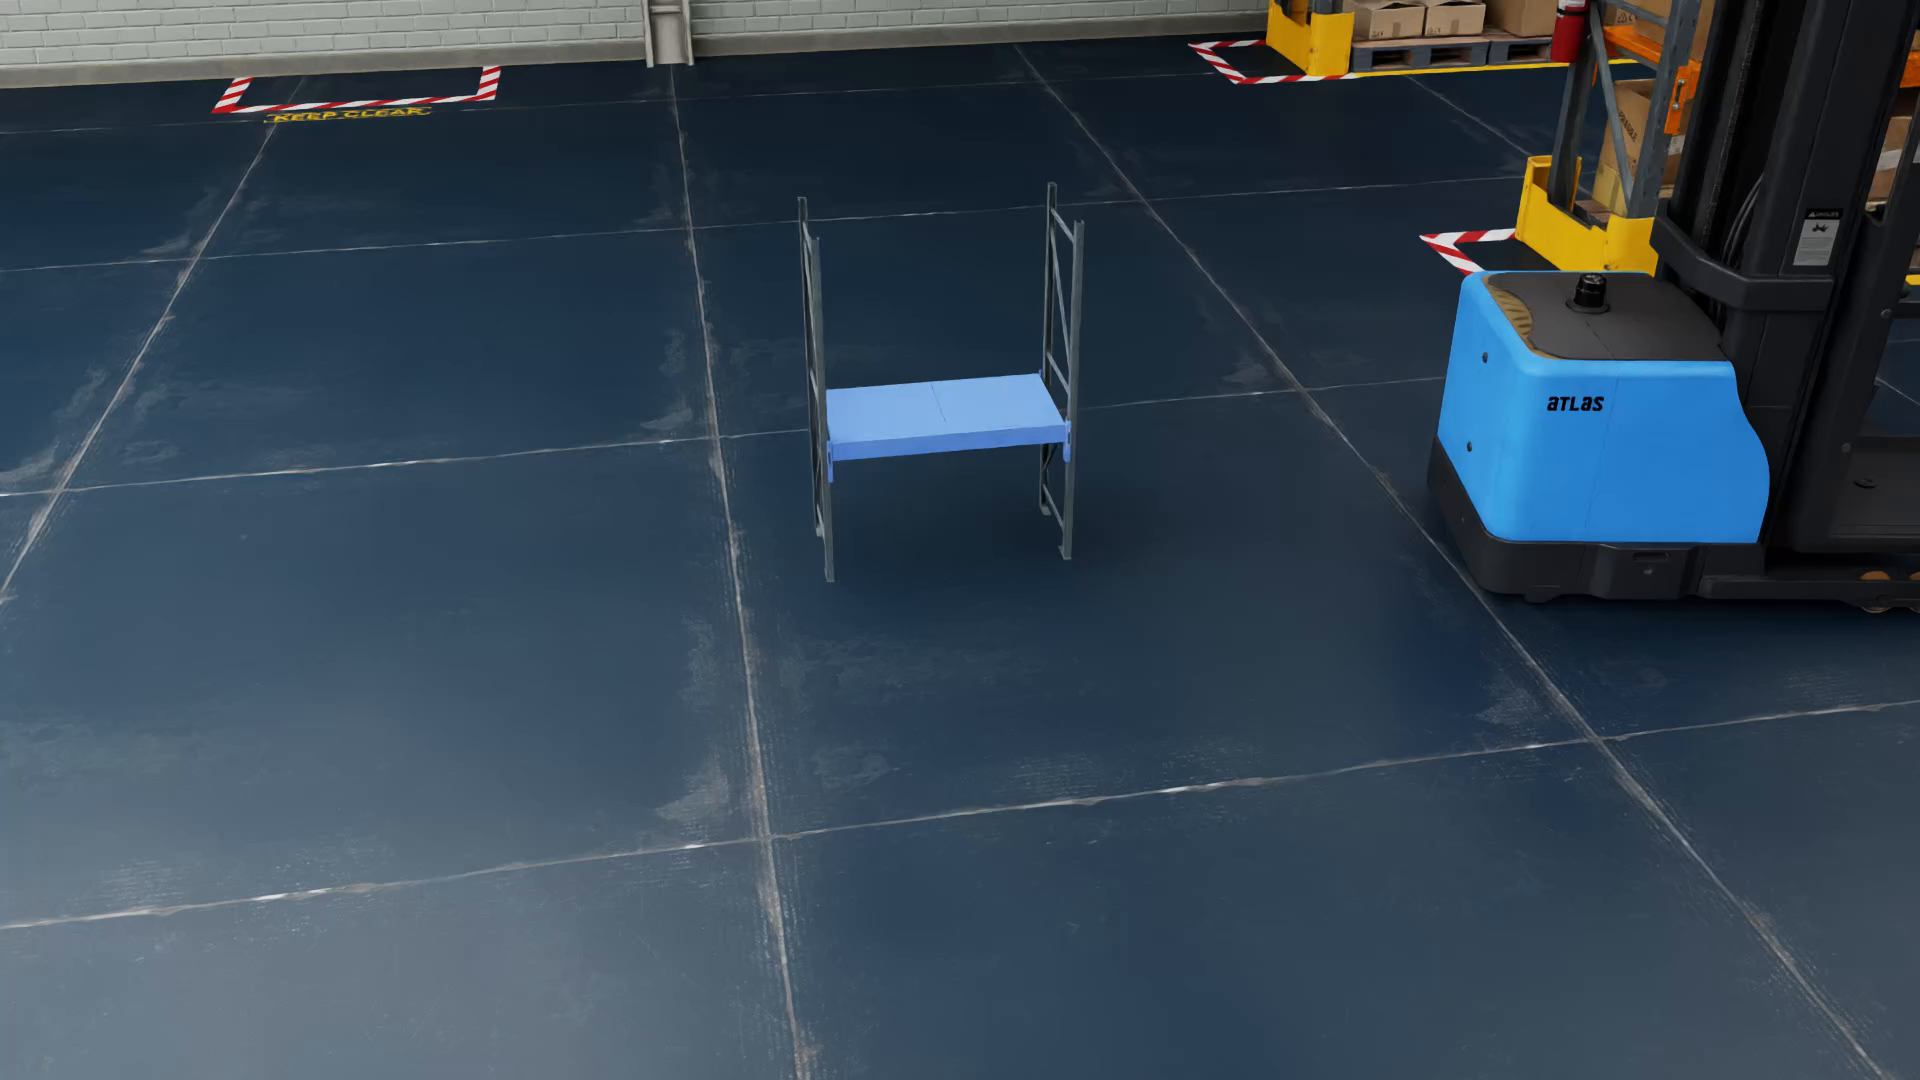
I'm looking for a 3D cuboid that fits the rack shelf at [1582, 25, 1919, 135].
[{"bbox_3d":[5.759,-2.832,9.817,4.000,0.370,1.077,-5,31,-9],"label":"rack shelf"}]

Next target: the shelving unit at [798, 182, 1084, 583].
[{"bbox_3d":[-0.084,-0.639,6.857,1.048,1.500,0.538,-5,31,-9],"label":"shelving unit"}]

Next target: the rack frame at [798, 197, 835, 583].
[{"bbox_3d":[-0.584,-0.592,6.778,0.032,1.500,0.500,-5,31,-9],"label":"rack frame"}]

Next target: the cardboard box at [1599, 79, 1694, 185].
[{"bbox_3d":[4.265,-2.476,10.060,0.500,0.500,0.500,-5,31,-9],"label":"cardboard box"}]

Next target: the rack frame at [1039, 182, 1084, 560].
[{"bbox_3d":[0.416,-0.685,6.936,0.032,1.500,0.500,-5,31,-9],"label":"rack frame"}]

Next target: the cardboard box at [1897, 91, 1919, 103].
[{"bbox_3d":[5.835,-2.352,9.850,0.500,0.500,0.500,-5,31,-9],"label":"cardboard box"}]

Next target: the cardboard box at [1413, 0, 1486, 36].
[{"bbox_3d":[4.153,-4.530,14.214,0.500,0.311,0.500,-3,31,-5],"label":"cardboard box"}]

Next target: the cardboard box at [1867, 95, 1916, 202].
[{"bbox_3d":[5.340,-2.316,9.787,0.500,0.500,0.500,-5,31,-9],"label":"cardboard box"}]

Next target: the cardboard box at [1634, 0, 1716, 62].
[{"bbox_3d":[4.253,-3.039,9.361,0.500,0.500,0.700,-5,31,-9],"label":"cardboard box"}]

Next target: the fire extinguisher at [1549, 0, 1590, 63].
[{"bbox_3d":[3.592,-3.147,9.719,0.183,0.674,0.296,-5,31,-9],"label":"fire extinguisher"}]

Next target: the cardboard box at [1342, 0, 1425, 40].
[{"bbox_3d":[3.592,-4.478,14.125,0.500,0.311,0.500,-9,32,-15],"label":"cardboard box"}]

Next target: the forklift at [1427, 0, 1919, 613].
[{"bbox_3d":[3.630,-1.240,6.467,3.031,2.935,1.130,0,30,1],"label":"forklift"}]

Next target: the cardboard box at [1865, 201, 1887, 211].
[{"bbox_3d":[5.342,-1.987,9.967,0.500,0.250,0.500,-5,31,-9],"label":"cardboard box"}]

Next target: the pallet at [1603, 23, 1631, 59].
[{"bbox_3d":[6.176,-4.513,14.718,1.213,0.211,1.003,-5,31,-9],"label":"pallet"}]

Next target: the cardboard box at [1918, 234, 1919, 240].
[{"bbox_3d":[5.835,-2.030,10.041,0.500,0.250,0.500,-5,31,-9],"label":"cardboard box"}]

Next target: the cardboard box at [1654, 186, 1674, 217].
[{"bbox_3d":[4.359,-1.894,9.809,0.500,0.250,0.500,-5,31,-9],"label":"cardboard box"}]

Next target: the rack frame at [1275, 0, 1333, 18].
[{"bbox_3d":[2.896,-5.429,13.524,0.127,3.000,1.000,-5,31,-9],"label":"rack frame"}]

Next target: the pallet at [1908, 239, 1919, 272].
[{"bbox_3d":[5.734,-1.958,10.372,1.213,0.211,1.003,-5,31,-9],"label":"pallet"}]

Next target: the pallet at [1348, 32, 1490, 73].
[{"bbox_3d":[3.776,-4.291,14.339,1.213,0.211,1.003,-5,31,-9],"label":"pallet"}]

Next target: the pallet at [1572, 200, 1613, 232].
[{"bbox_3d":[4.536,-1.849,10.185,1.213,0.211,1.003,-5,31,-9],"label":"pallet"}]

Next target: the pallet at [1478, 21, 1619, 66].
[{"bbox_3d":[4.973,-4.400,14.525,1.213,0.211,1.003,-5,31,-9],"label":"pallet"}]

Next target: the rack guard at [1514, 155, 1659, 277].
[{"bbox_3d":[3.768,-1.880,9.954,0.348,0.500,1.175,-5,31,-9],"label":"rack guard"}]

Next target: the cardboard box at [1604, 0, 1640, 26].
[{"bbox_3d":[5.817,-4.792,14.472,0.500,0.500,0.500,-8,31,-13],"label":"cardboard box"}]

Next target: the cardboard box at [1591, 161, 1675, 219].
[{"bbox_3d":[4.266,-2.152,10.249,0.500,0.250,0.500,-5,31,-9],"label":"cardboard box"}]

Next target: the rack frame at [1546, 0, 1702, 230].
[{"bbox_3d":[3.792,-2.960,9.324,0.127,3.000,1.000,-5,31,-9],"label":"rack frame"}]

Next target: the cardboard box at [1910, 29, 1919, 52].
[{"bbox_3d":[5.258,-3.132,9.518,0.500,0.500,0.700,-5,31,-9],"label":"cardboard box"}]

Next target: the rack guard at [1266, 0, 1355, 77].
[{"bbox_3d":[2.970,-4.359,14.169,0.348,0.500,1.175,-5,31,-9],"label":"rack guard"}]

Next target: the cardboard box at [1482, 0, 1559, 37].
[{"bbox_3d":[4.884,-4.654,14.237,0.500,0.500,0.700,-7,31,-12],"label":"cardboard box"}]

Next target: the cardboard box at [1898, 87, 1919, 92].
[{"bbox_3d":[5.739,-2.620,10.305,0.500,0.500,0.500,-5,31,-9],"label":"cardboard box"}]

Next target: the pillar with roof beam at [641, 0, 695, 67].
[{"bbox_3d":[-1.698,-5.816,8.264,0.400,9.000,9.100,-5,31,-9],"label":"pillar with roof beam"}]

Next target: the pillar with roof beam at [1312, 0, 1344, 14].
[{"bbox_3d":[4.204,-6.364,9.195,0.400,9.000,9.100,-5,31,-9],"label":"pillar with roof beam"}]

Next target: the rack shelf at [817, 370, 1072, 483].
[{"bbox_3d":[-0.084,-0.484,6.948,1.000,0.185,0.538,-5,31,-9],"label":"rack shelf"}]
